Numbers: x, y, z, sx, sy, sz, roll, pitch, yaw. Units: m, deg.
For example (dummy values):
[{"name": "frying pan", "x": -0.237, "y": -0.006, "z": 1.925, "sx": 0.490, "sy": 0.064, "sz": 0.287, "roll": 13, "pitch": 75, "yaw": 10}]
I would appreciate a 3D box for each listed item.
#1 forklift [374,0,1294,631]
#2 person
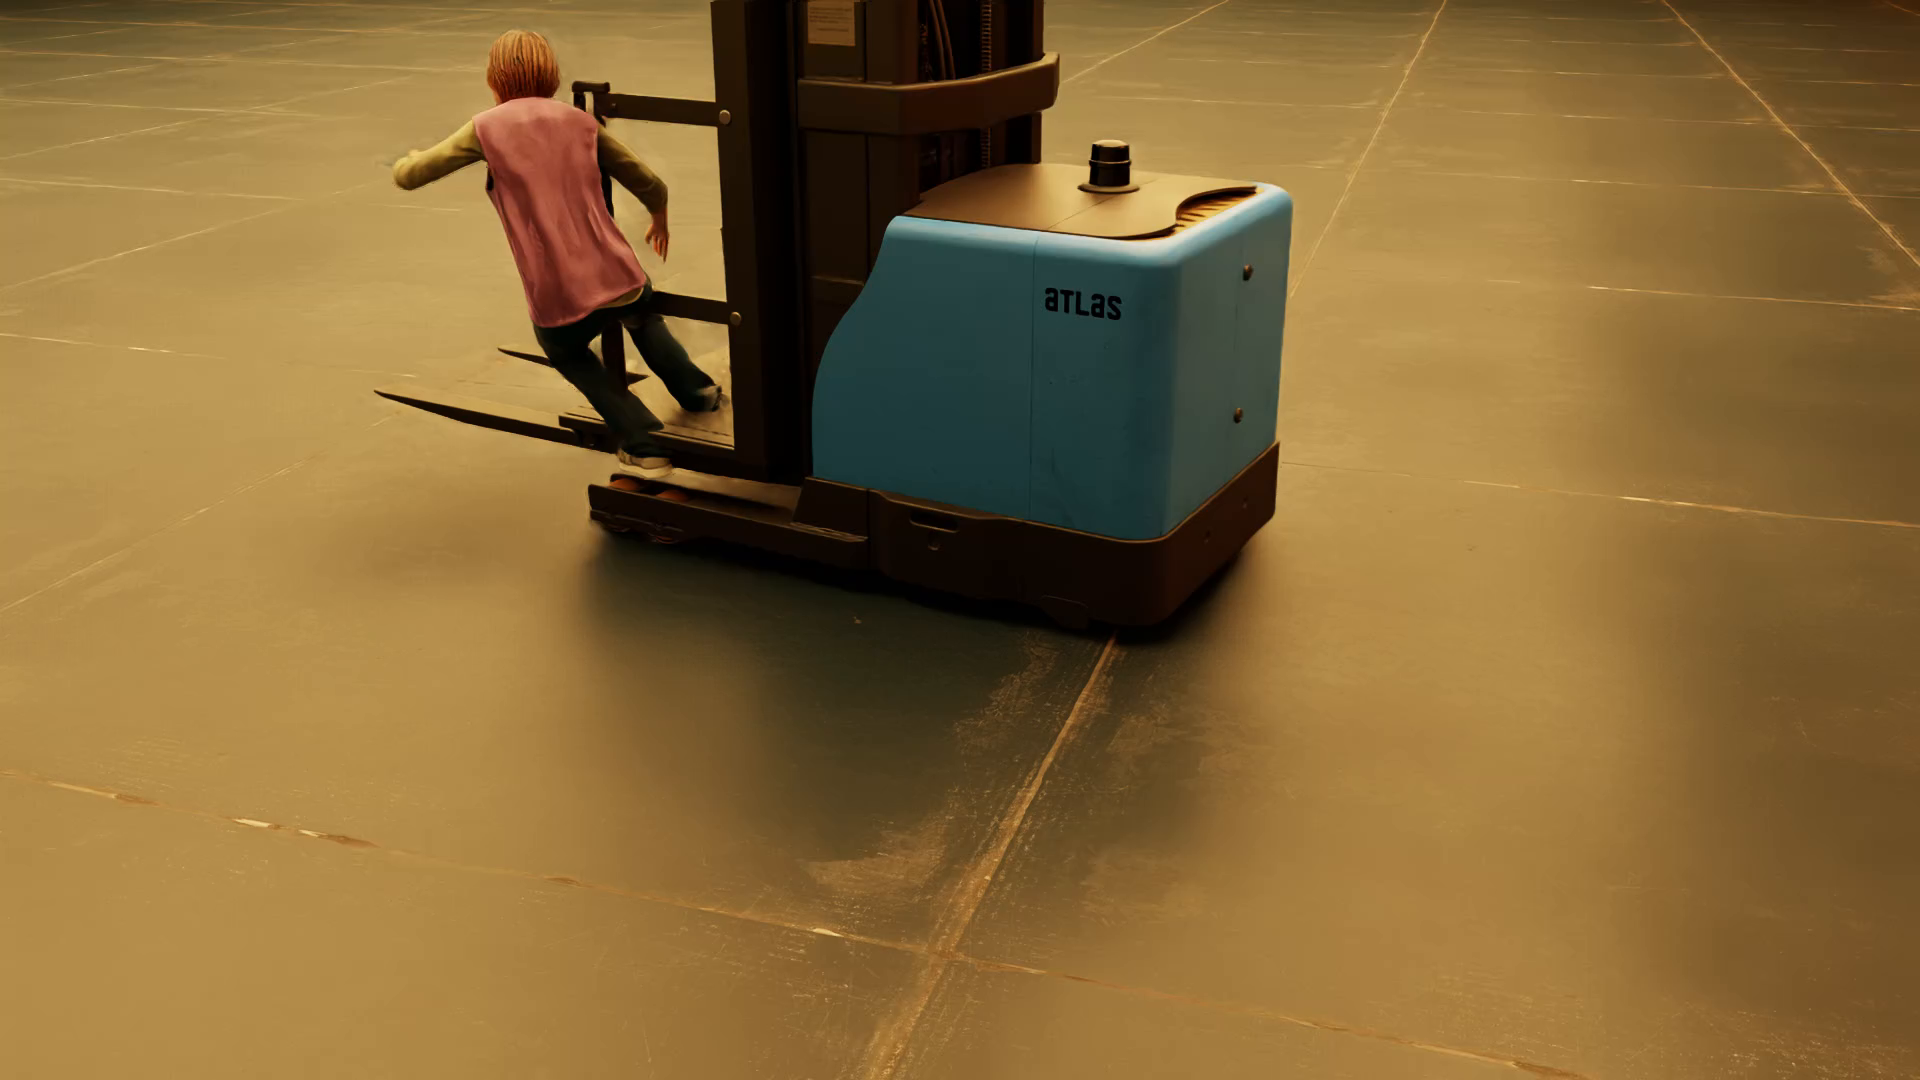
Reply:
[{"name": "forklift", "x": -0.565, "y": -1.502, "z": 4.918, "sx": 3.031, "sy": 2.935, "sz": 1.130, "roll": 12, "pitch": 25, "yaw": 27}, {"name": "person", "x": -1.133, "y": -0.850, "z": 4.950, "sx": 0.976, "sy": 1.304, "sz": 0.838, "roll": -15, "pitch": 27, "yaw": -32}]
